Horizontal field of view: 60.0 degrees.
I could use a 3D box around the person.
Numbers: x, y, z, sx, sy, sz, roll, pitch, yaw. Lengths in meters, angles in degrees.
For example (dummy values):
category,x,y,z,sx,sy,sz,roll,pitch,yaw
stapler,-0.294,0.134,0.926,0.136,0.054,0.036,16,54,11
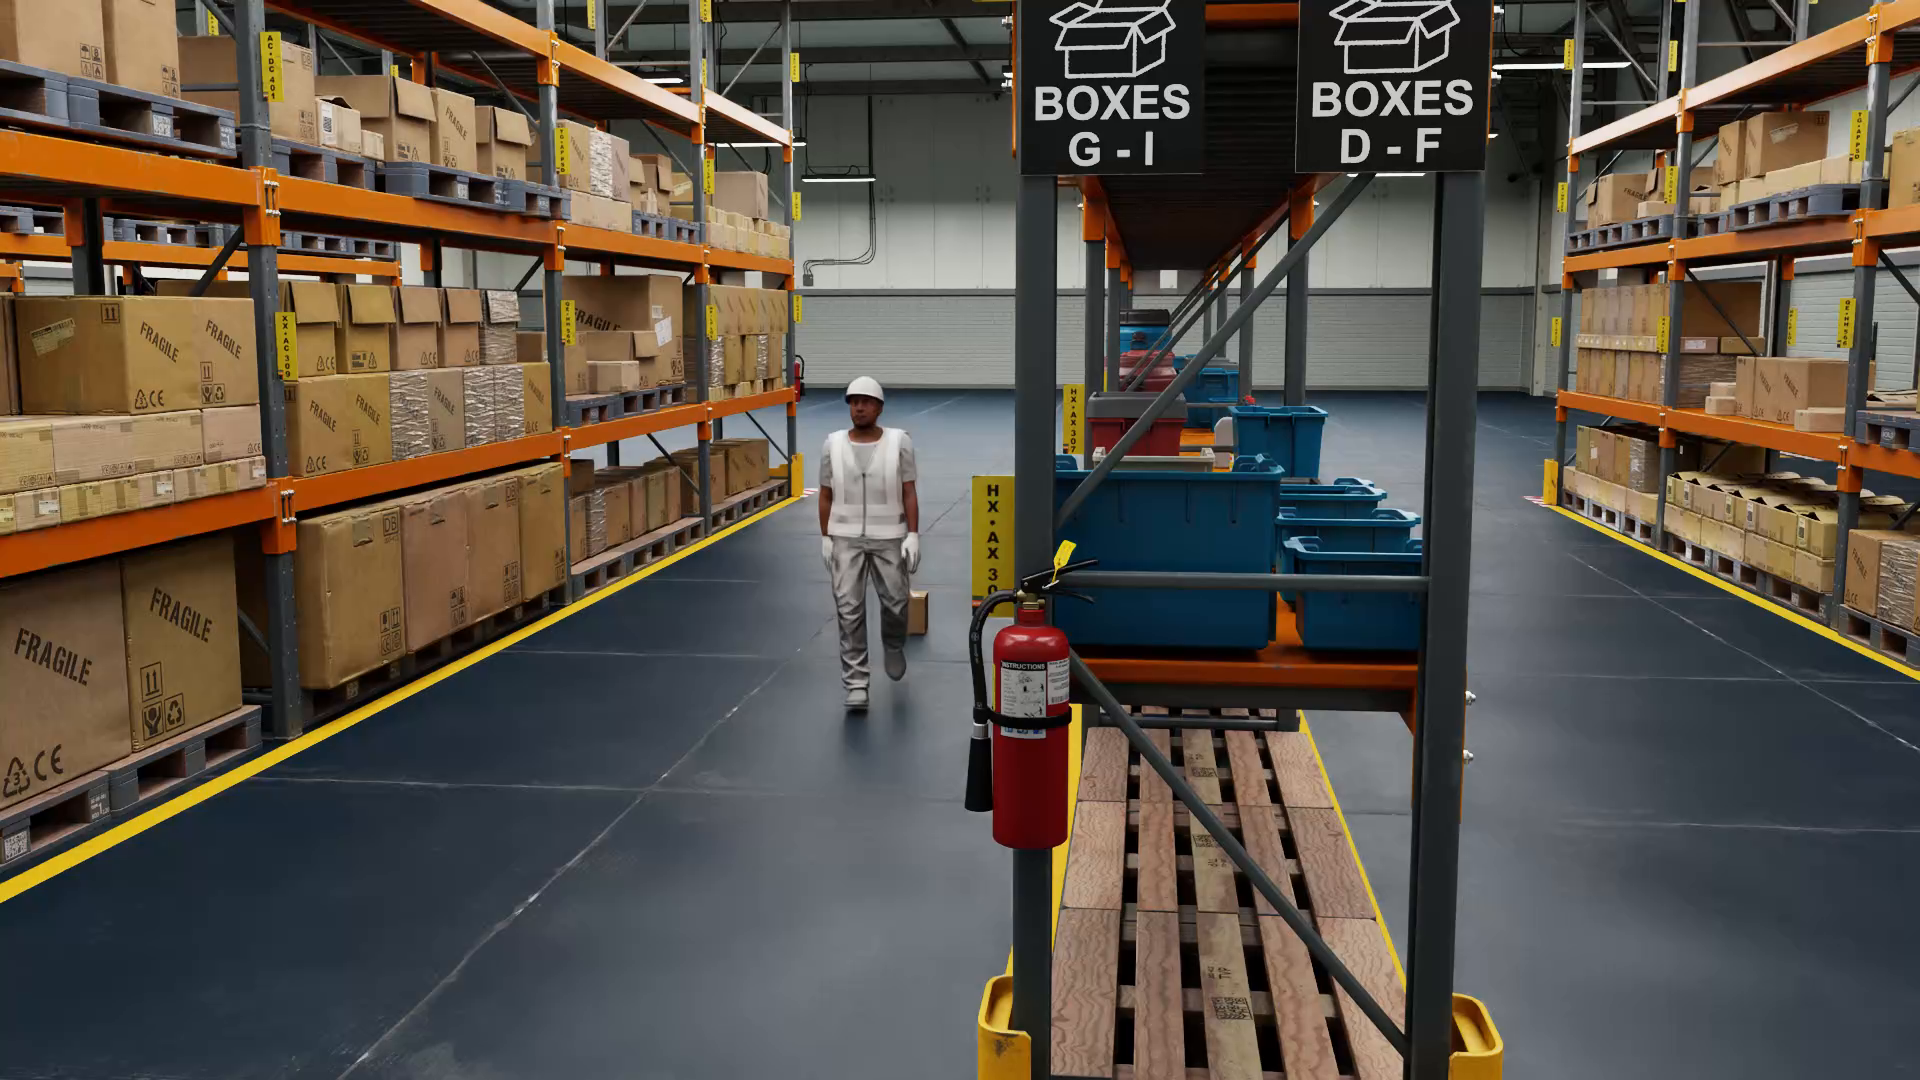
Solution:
category,x,y,z,sx,sy,sz,roll,pitch,yaw
person,-0.492,-0.041,9.111,0.566,1.707,0.534,0,7,1
